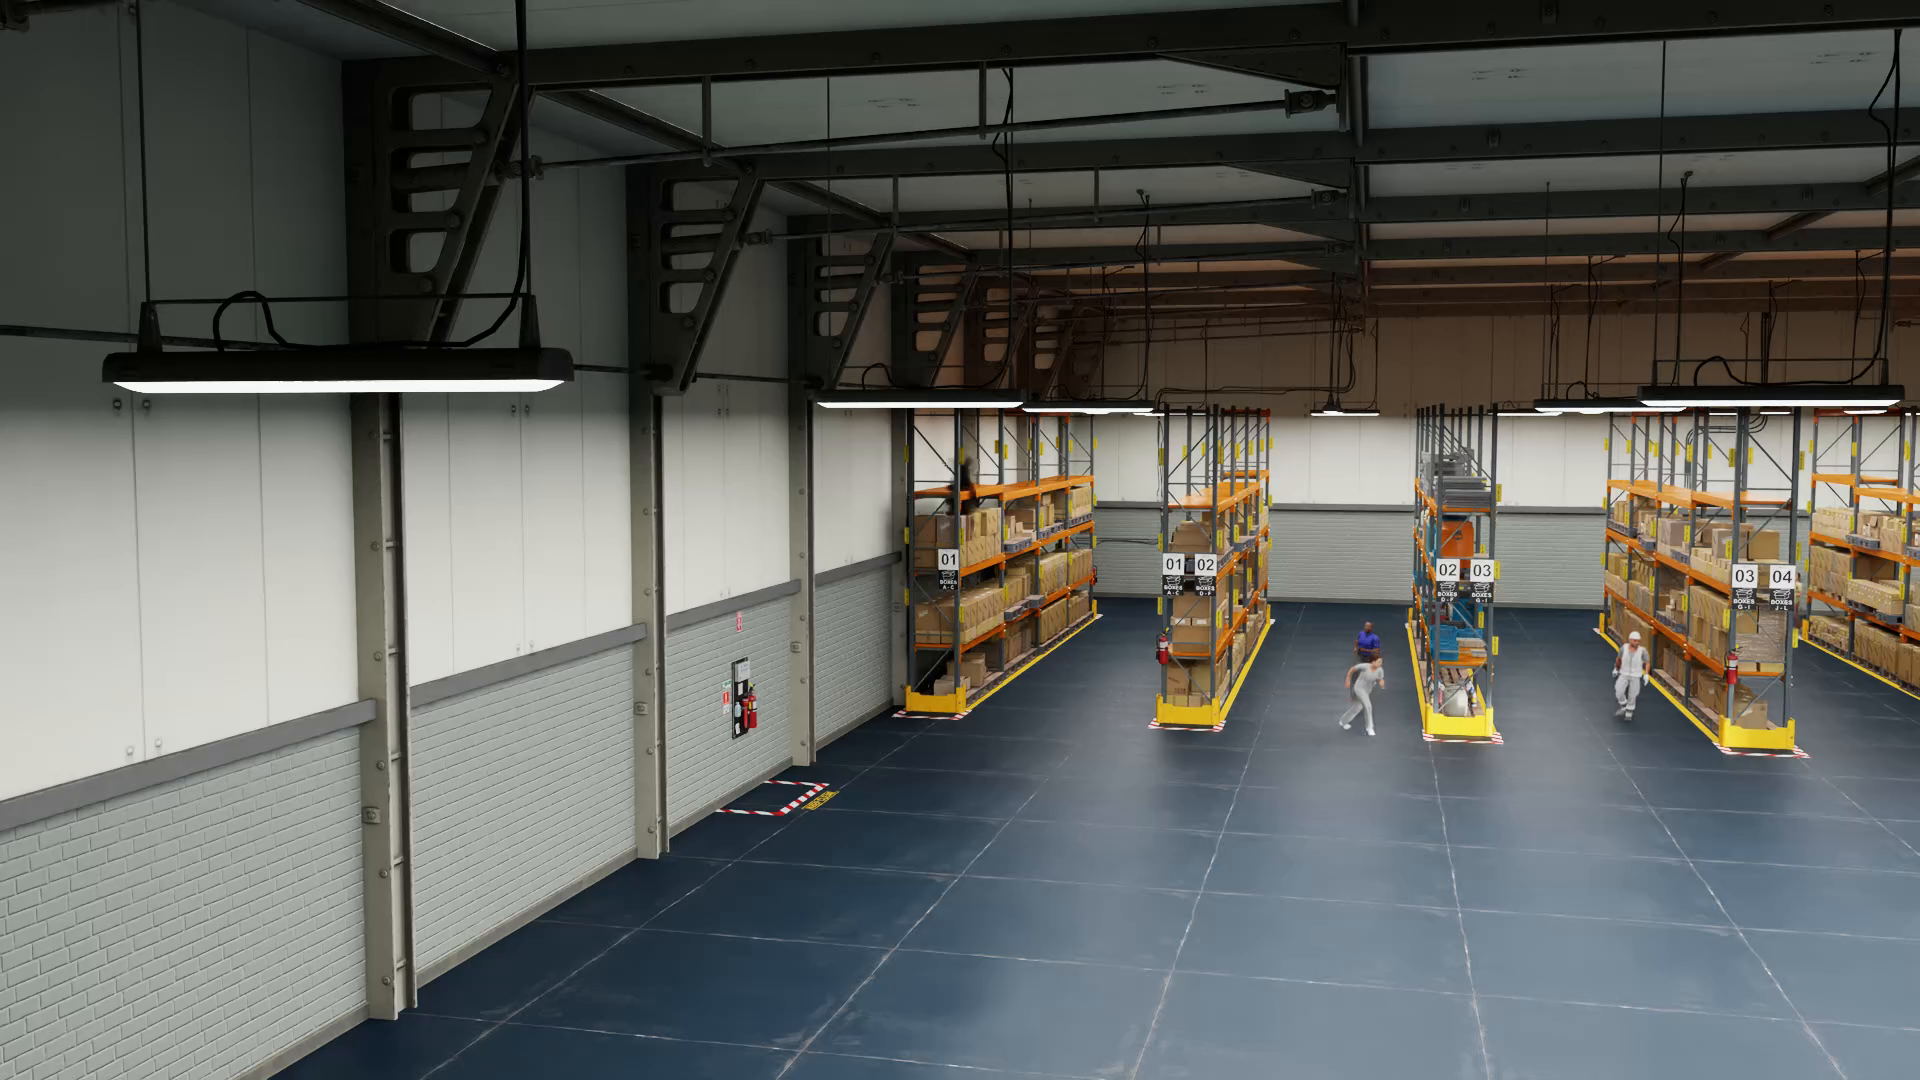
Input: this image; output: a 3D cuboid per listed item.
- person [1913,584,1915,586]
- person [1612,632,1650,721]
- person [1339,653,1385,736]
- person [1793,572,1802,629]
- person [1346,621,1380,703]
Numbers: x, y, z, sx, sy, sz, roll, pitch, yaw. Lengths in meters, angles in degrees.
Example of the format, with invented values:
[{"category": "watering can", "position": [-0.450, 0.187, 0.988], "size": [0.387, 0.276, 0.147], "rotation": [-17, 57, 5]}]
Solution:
[{"category": "person", "position": [24.019, 1.908, 41.722], "size": [0.533, 1.567, 0.905], "rotation": [-1, 4, -8]}, {"category": "person", "position": [12.634, 2.570, 31.322], "size": [0.689, 1.727, 0.616], "rotation": [2, 5, 27]}, {"category": "person", "position": [7.306, 2.756, 30.189], "size": [0.586, 1.496, 1.057], "rotation": [-2, 5, -25]}, {"category": "person", "position": [22.177, 1.684, 44.180], "size": [0.781, 1.697, 0.560], "rotation": [-1, 4, -18]}, {"category": "person", "position": [8.242, 2.466, 33.746], "size": [0.610, 1.689, 0.708], "rotation": [2, 5, 30]}]
